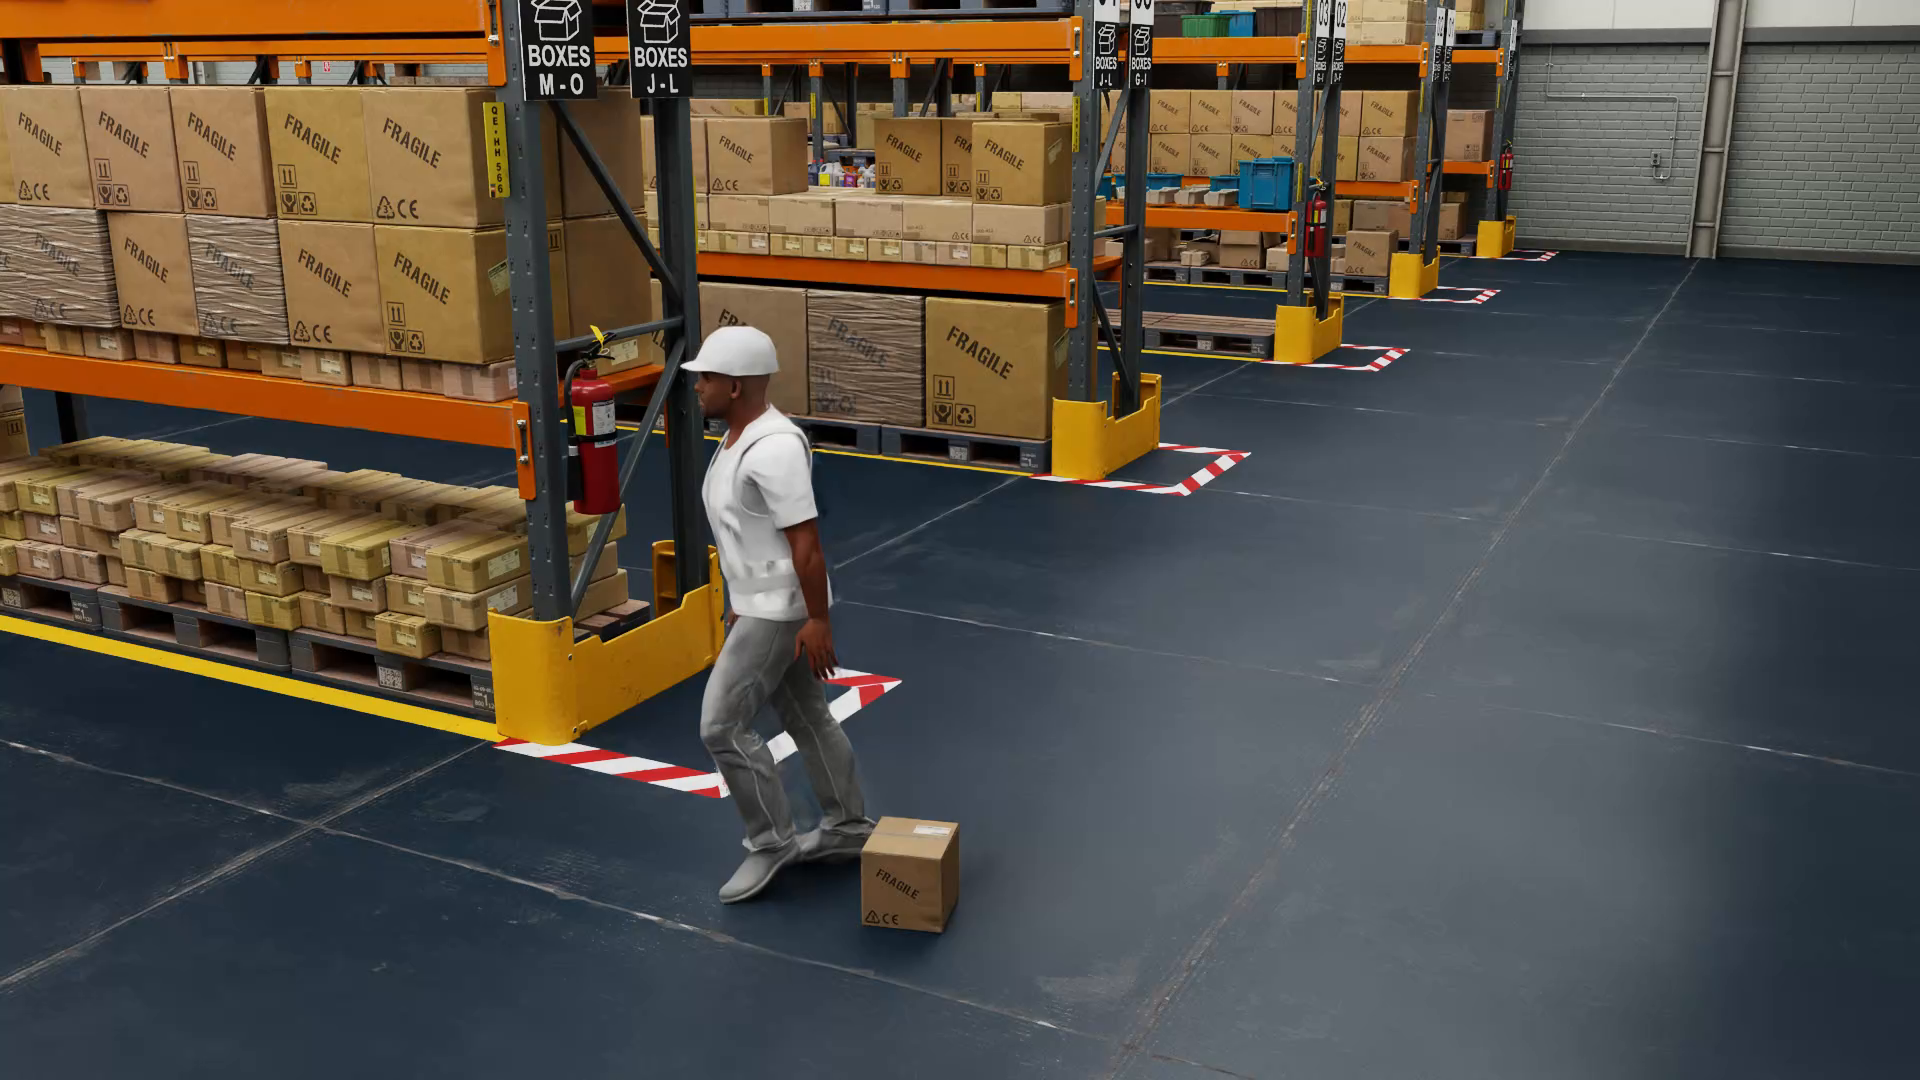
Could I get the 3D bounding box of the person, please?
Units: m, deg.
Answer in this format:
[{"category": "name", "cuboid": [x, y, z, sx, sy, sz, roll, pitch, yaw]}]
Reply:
[{"category": "person", "cuboid": [-0.556, 0.216, 5.209, 0.560, 1.774, 0.607, -3, 16, -9]}]
